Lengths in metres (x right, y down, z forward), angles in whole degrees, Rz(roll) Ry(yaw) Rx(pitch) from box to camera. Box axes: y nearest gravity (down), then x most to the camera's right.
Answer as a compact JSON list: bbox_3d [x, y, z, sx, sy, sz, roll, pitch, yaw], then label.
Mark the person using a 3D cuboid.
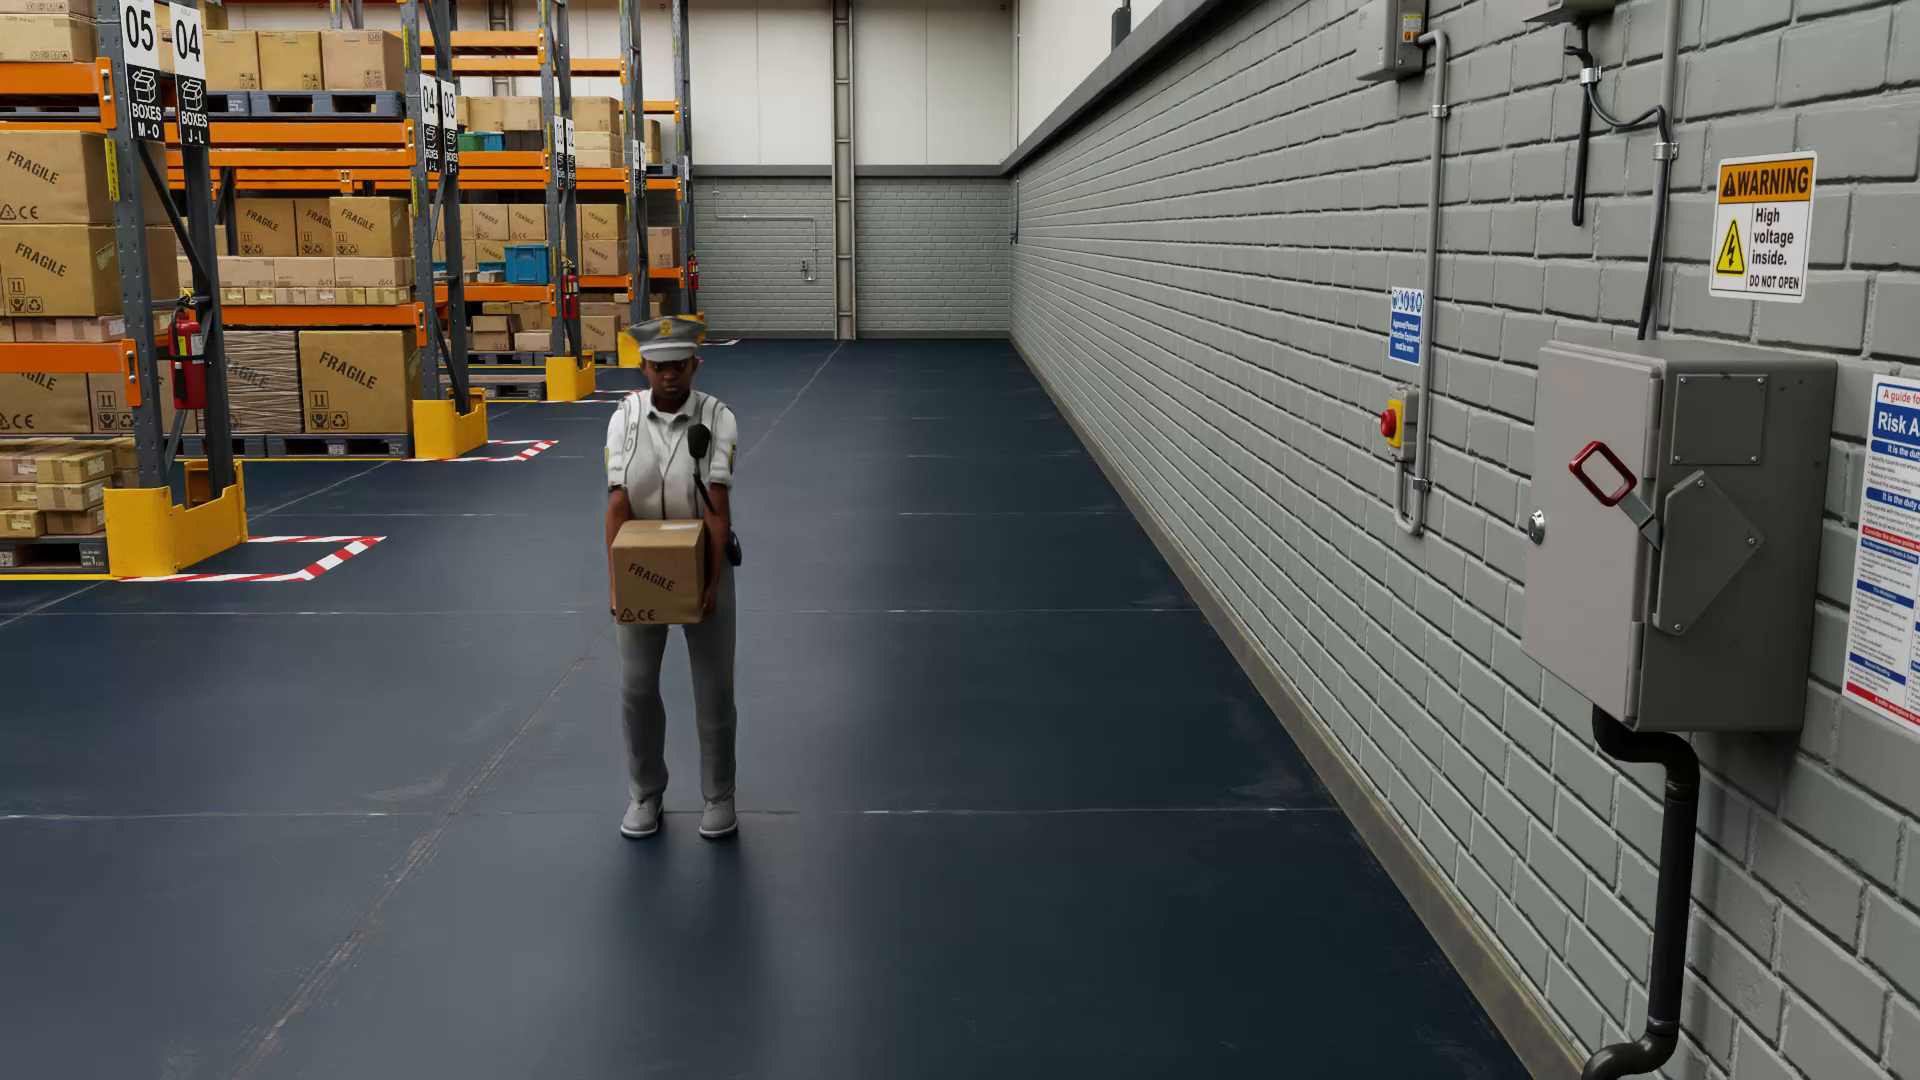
[{"bbox_3d":[-0.902,0.129,5.242,0.416,1.664,0.543,0,10,-2],"label":"person"}]
